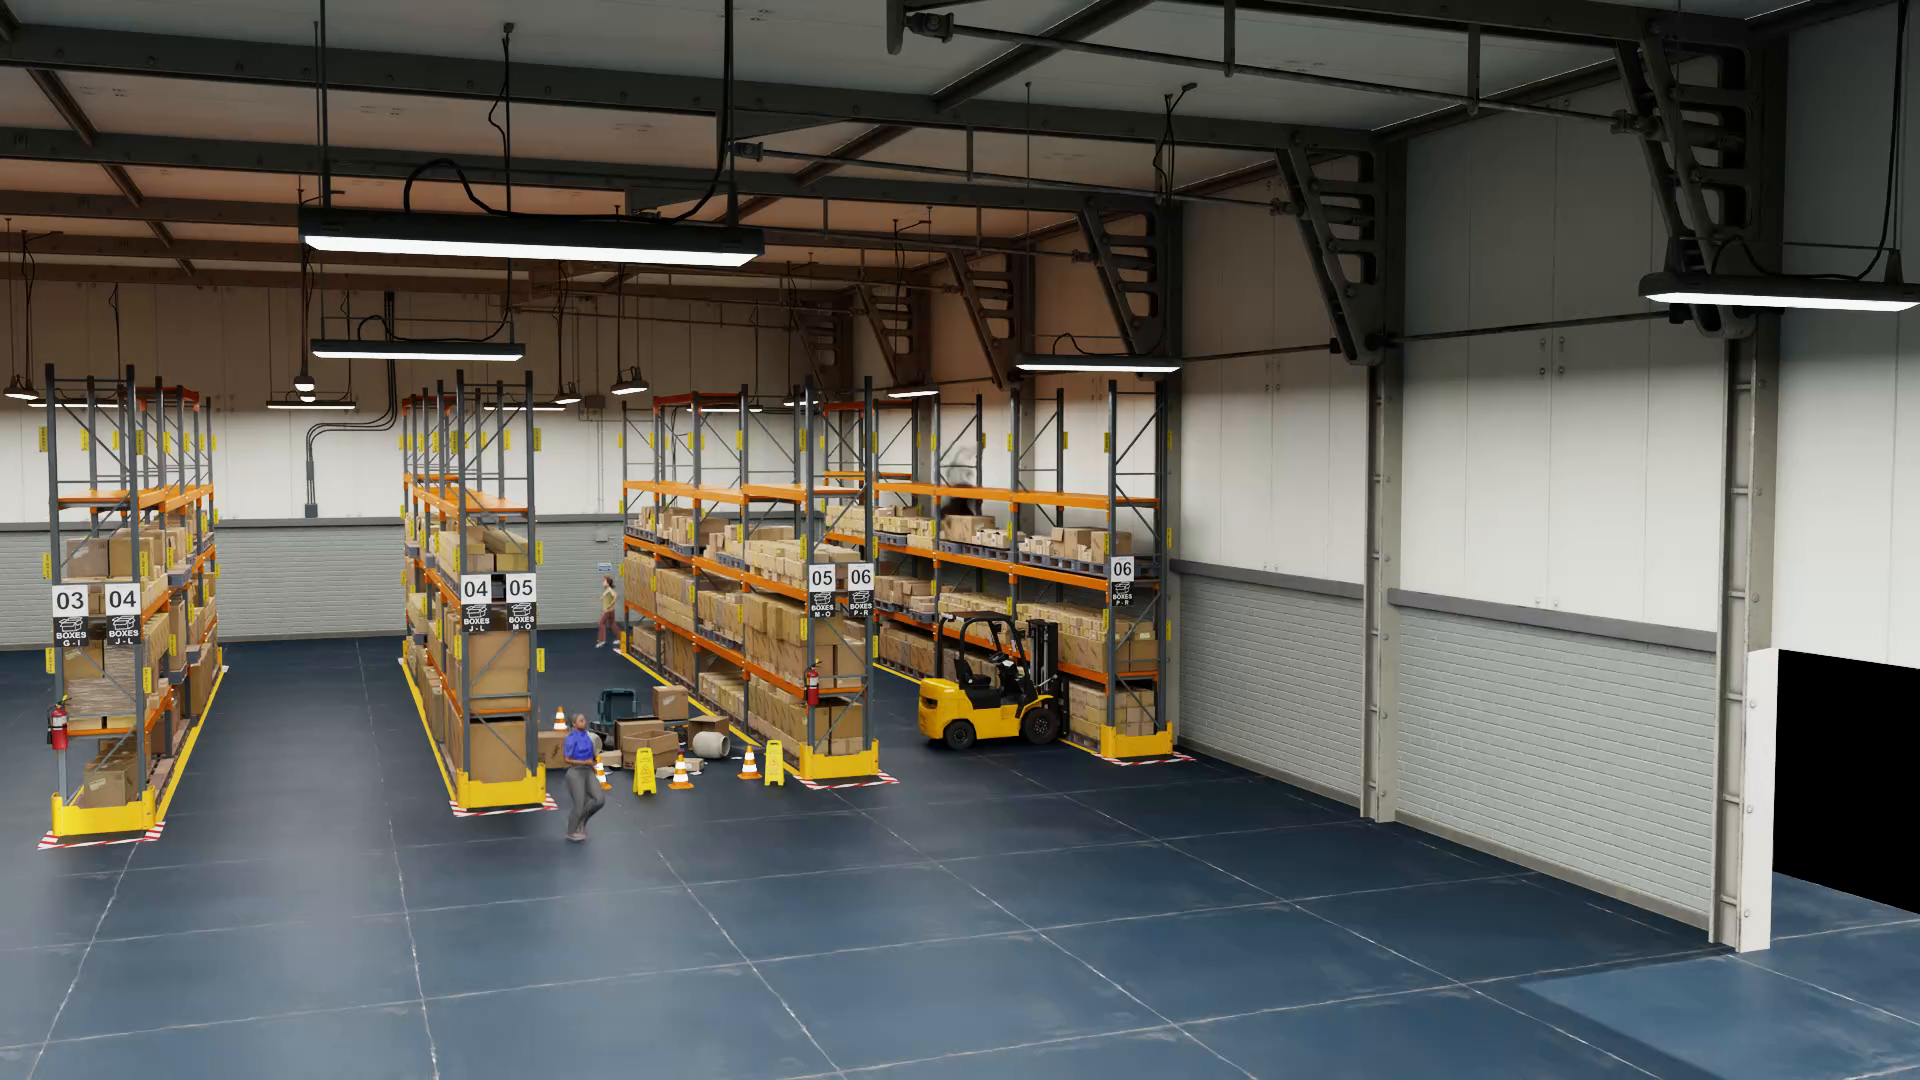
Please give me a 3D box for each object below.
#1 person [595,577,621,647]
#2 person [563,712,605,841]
[{"bbox_3d":[-8.613,1.793,40.848,0.730,1.713,0.566,0,3,-6],"label":"person"},{"bbox_3d":[-4.695,2.964,20.844,0.572,1.619,0.563,2,4,26],"label":"person"}]
